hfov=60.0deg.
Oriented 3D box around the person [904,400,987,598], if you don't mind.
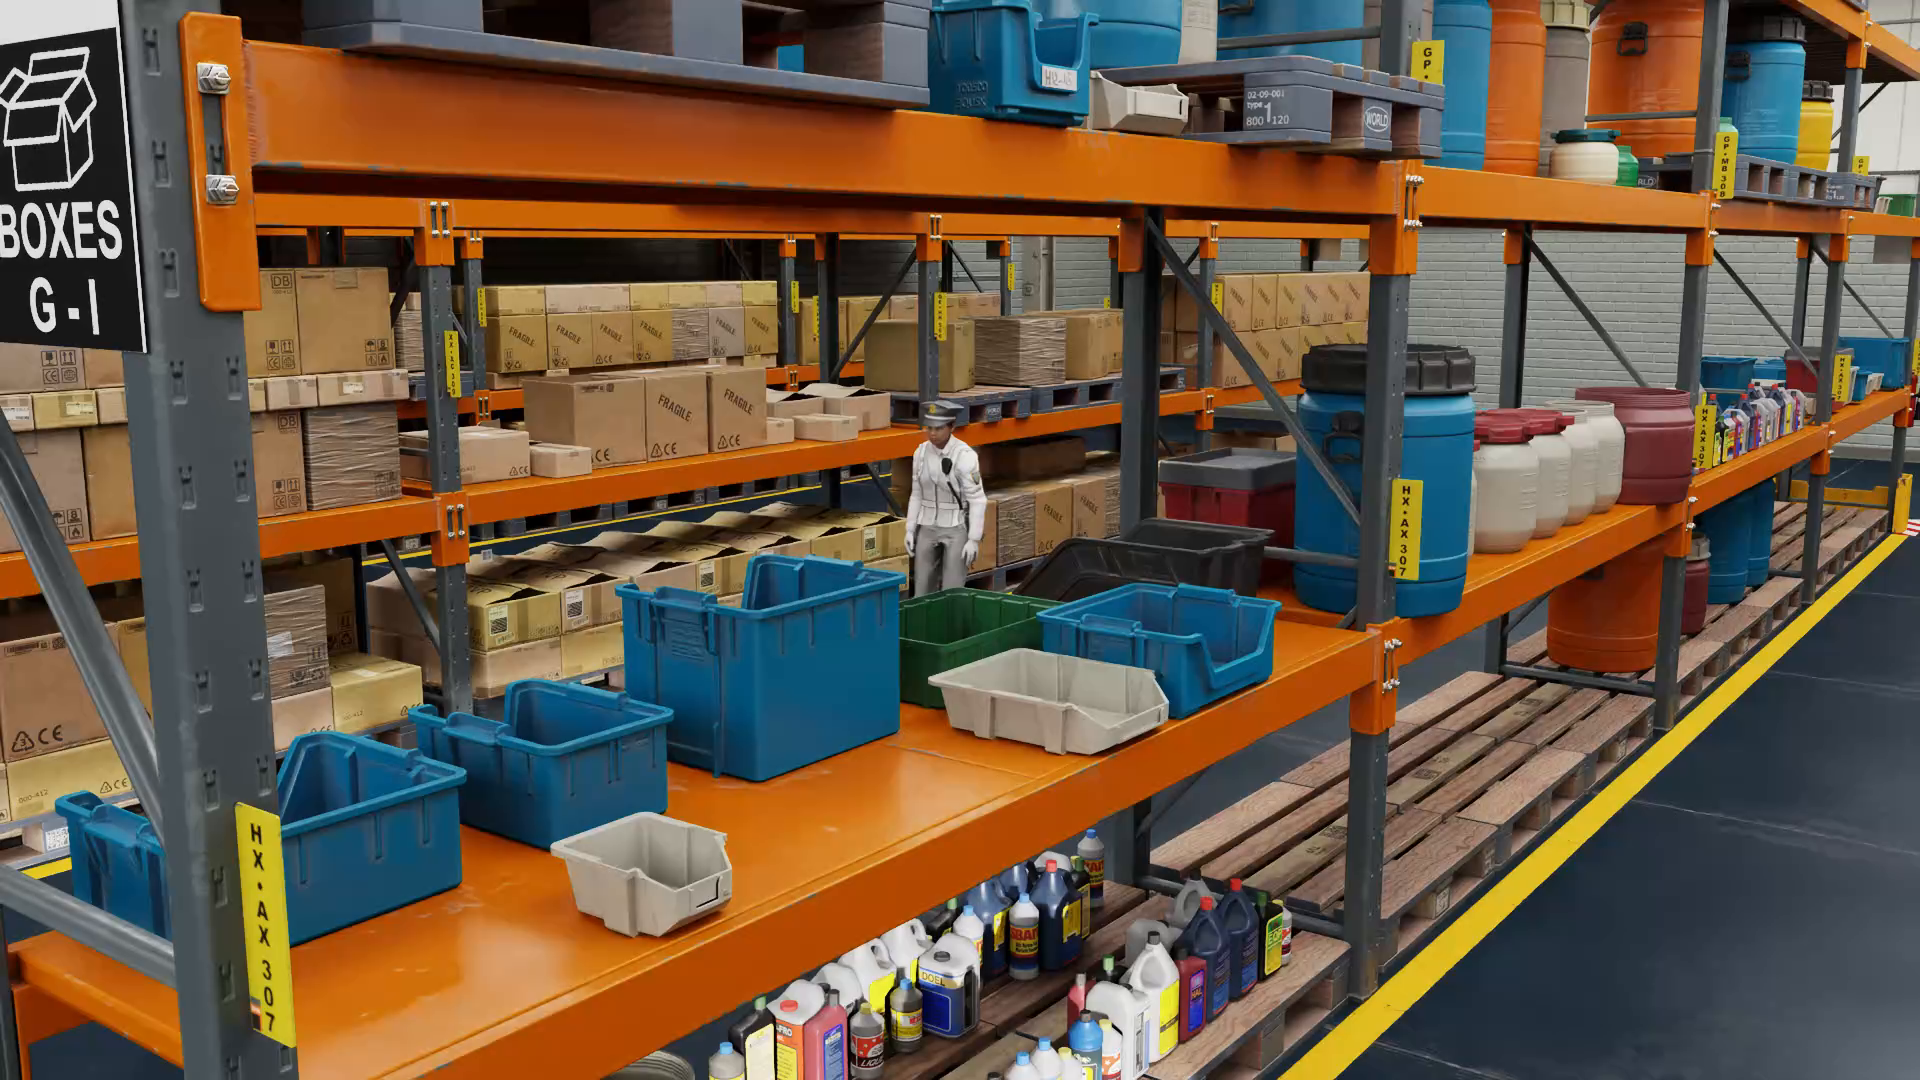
[{"bbox_3d":[-0.107,-0.010,9.952,0.532,1.662,0.418,6,12,33],"label":"person"}]
